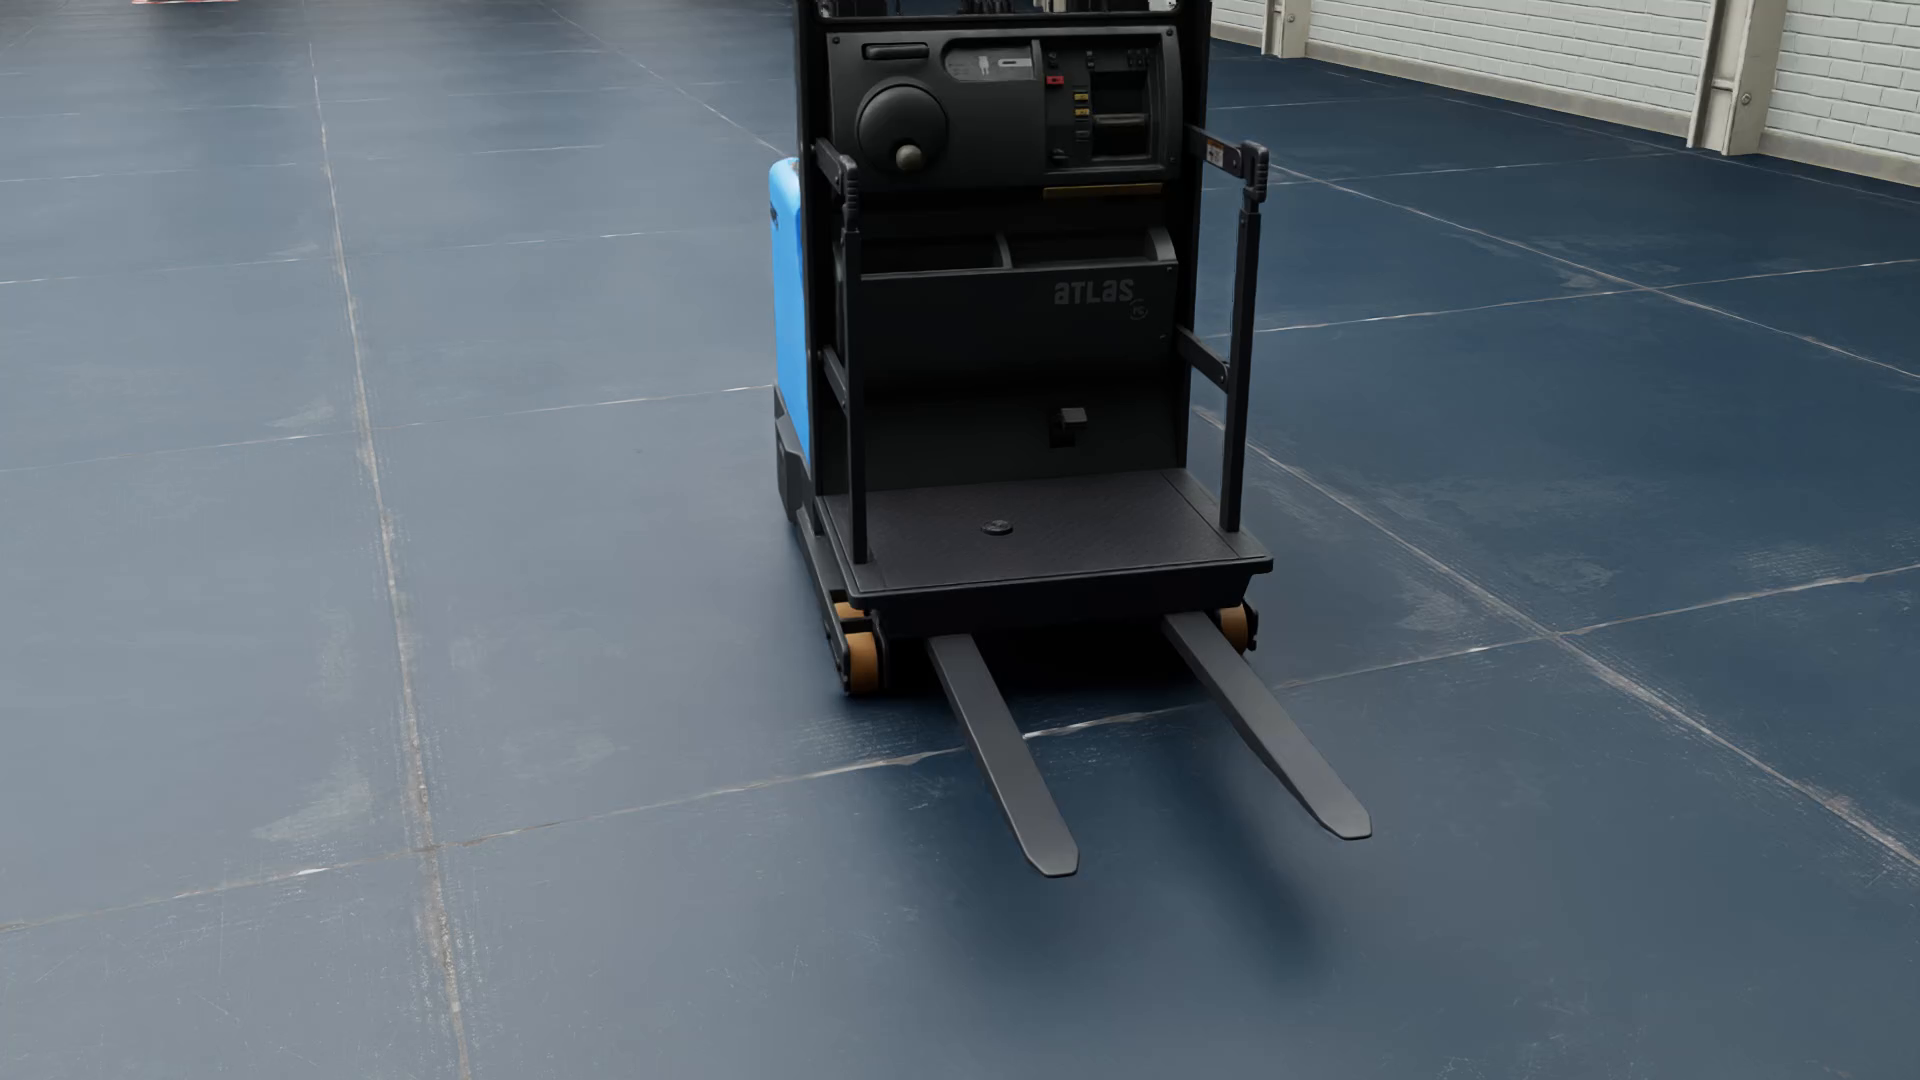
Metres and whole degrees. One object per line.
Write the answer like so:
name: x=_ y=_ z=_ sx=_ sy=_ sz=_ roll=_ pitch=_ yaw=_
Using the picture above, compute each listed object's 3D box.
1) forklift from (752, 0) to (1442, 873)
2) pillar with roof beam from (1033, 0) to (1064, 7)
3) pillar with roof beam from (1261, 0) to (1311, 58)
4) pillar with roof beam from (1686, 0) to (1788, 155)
forklift: x=0.218 y=-1.113 z=4.117 sx=1.130 sy=2.935 sz=3.031 roll=-7 pitch=24 yaw=-15
pillar with roof beam: x=-2.830 y=-10.699 z=19.048 sx=9.100 sy=9.000 sz=0.400 roll=-8 pitch=24 yaw=-19
pillar with roof beam: x=-0.710 y=-8.519 z=13.875 sx=9.100 sy=9.000 sz=0.400 roll=-8 pitch=24 yaw=-19
pillar with roof beam: x=1.410 y=-6.339 z=8.703 sx=9.100 sy=9.000 sz=0.400 roll=-8 pitch=24 yaw=-19
